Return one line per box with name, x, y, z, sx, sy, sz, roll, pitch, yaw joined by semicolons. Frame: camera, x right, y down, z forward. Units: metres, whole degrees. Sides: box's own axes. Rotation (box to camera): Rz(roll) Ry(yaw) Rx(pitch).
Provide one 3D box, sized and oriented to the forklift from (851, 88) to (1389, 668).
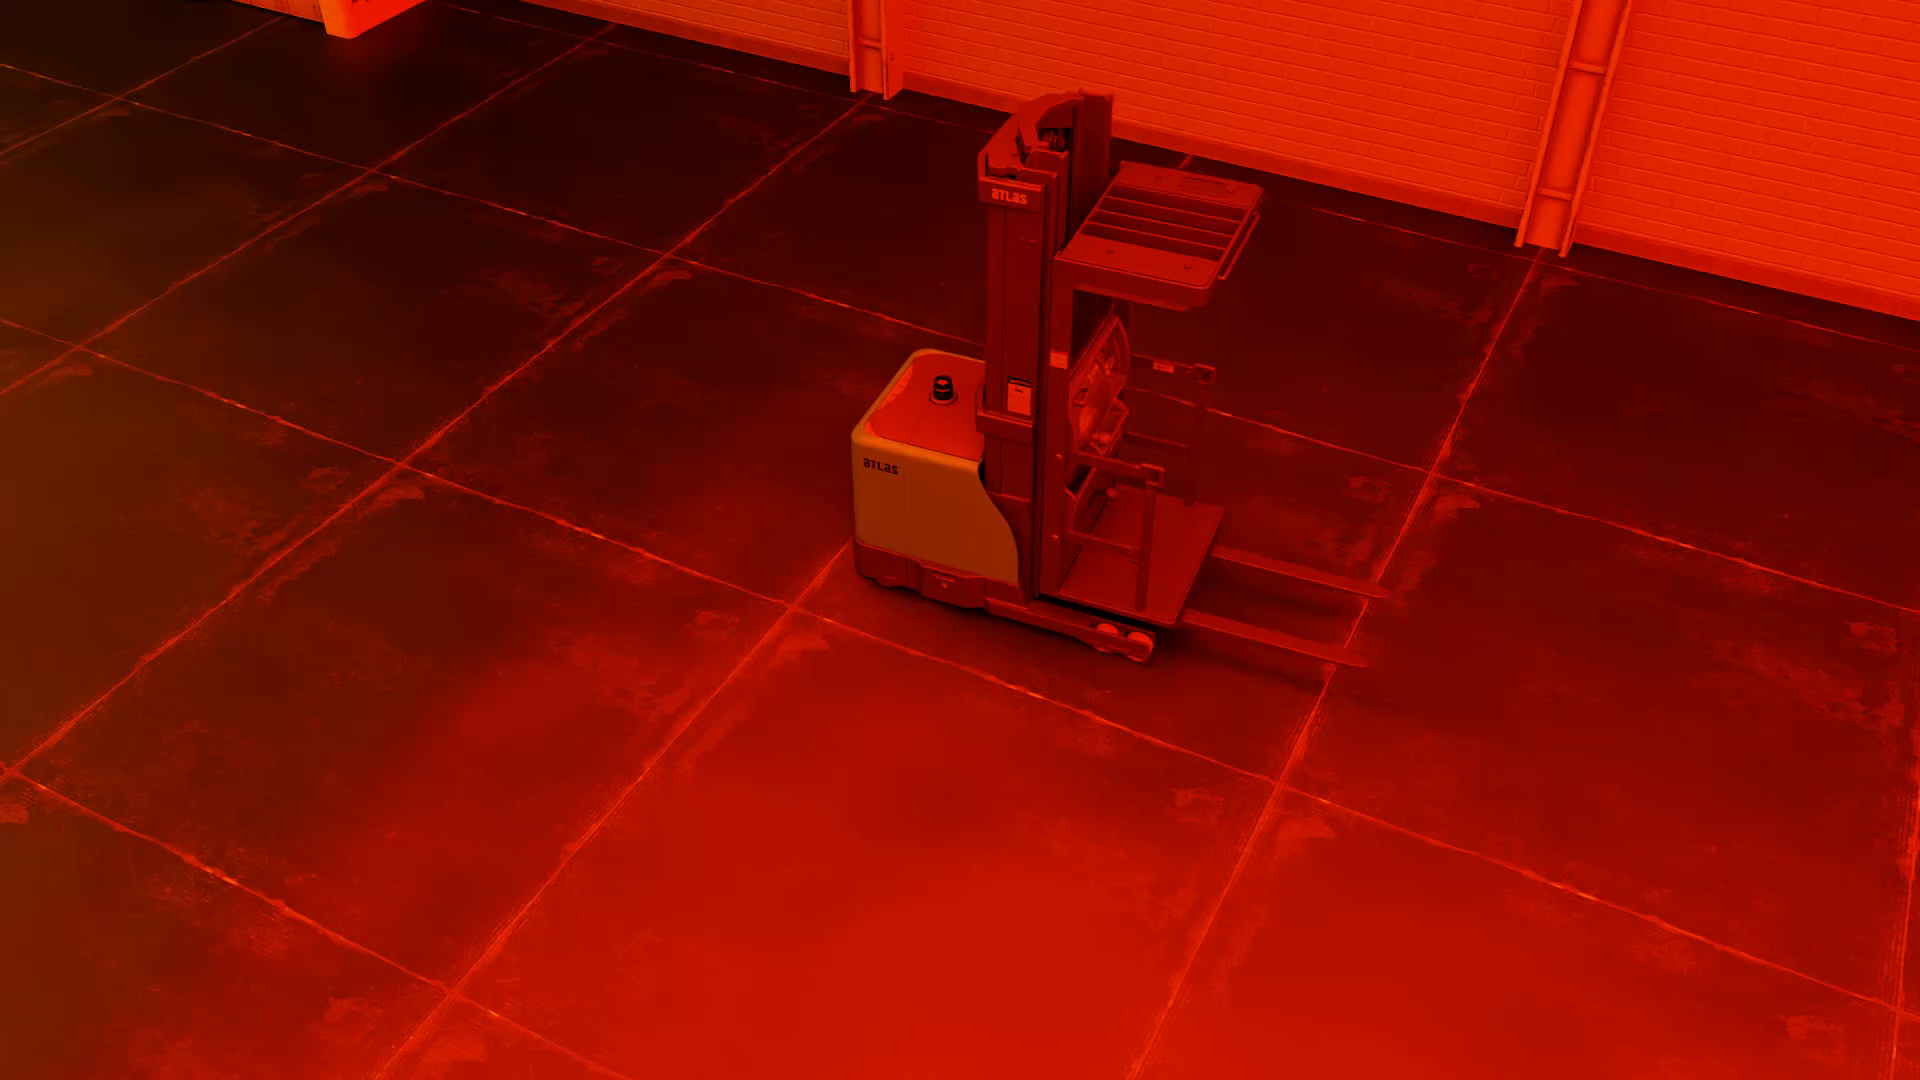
forklift;0.938;-0.824;8.964;3.031;2.935;1.130;15;42;17
